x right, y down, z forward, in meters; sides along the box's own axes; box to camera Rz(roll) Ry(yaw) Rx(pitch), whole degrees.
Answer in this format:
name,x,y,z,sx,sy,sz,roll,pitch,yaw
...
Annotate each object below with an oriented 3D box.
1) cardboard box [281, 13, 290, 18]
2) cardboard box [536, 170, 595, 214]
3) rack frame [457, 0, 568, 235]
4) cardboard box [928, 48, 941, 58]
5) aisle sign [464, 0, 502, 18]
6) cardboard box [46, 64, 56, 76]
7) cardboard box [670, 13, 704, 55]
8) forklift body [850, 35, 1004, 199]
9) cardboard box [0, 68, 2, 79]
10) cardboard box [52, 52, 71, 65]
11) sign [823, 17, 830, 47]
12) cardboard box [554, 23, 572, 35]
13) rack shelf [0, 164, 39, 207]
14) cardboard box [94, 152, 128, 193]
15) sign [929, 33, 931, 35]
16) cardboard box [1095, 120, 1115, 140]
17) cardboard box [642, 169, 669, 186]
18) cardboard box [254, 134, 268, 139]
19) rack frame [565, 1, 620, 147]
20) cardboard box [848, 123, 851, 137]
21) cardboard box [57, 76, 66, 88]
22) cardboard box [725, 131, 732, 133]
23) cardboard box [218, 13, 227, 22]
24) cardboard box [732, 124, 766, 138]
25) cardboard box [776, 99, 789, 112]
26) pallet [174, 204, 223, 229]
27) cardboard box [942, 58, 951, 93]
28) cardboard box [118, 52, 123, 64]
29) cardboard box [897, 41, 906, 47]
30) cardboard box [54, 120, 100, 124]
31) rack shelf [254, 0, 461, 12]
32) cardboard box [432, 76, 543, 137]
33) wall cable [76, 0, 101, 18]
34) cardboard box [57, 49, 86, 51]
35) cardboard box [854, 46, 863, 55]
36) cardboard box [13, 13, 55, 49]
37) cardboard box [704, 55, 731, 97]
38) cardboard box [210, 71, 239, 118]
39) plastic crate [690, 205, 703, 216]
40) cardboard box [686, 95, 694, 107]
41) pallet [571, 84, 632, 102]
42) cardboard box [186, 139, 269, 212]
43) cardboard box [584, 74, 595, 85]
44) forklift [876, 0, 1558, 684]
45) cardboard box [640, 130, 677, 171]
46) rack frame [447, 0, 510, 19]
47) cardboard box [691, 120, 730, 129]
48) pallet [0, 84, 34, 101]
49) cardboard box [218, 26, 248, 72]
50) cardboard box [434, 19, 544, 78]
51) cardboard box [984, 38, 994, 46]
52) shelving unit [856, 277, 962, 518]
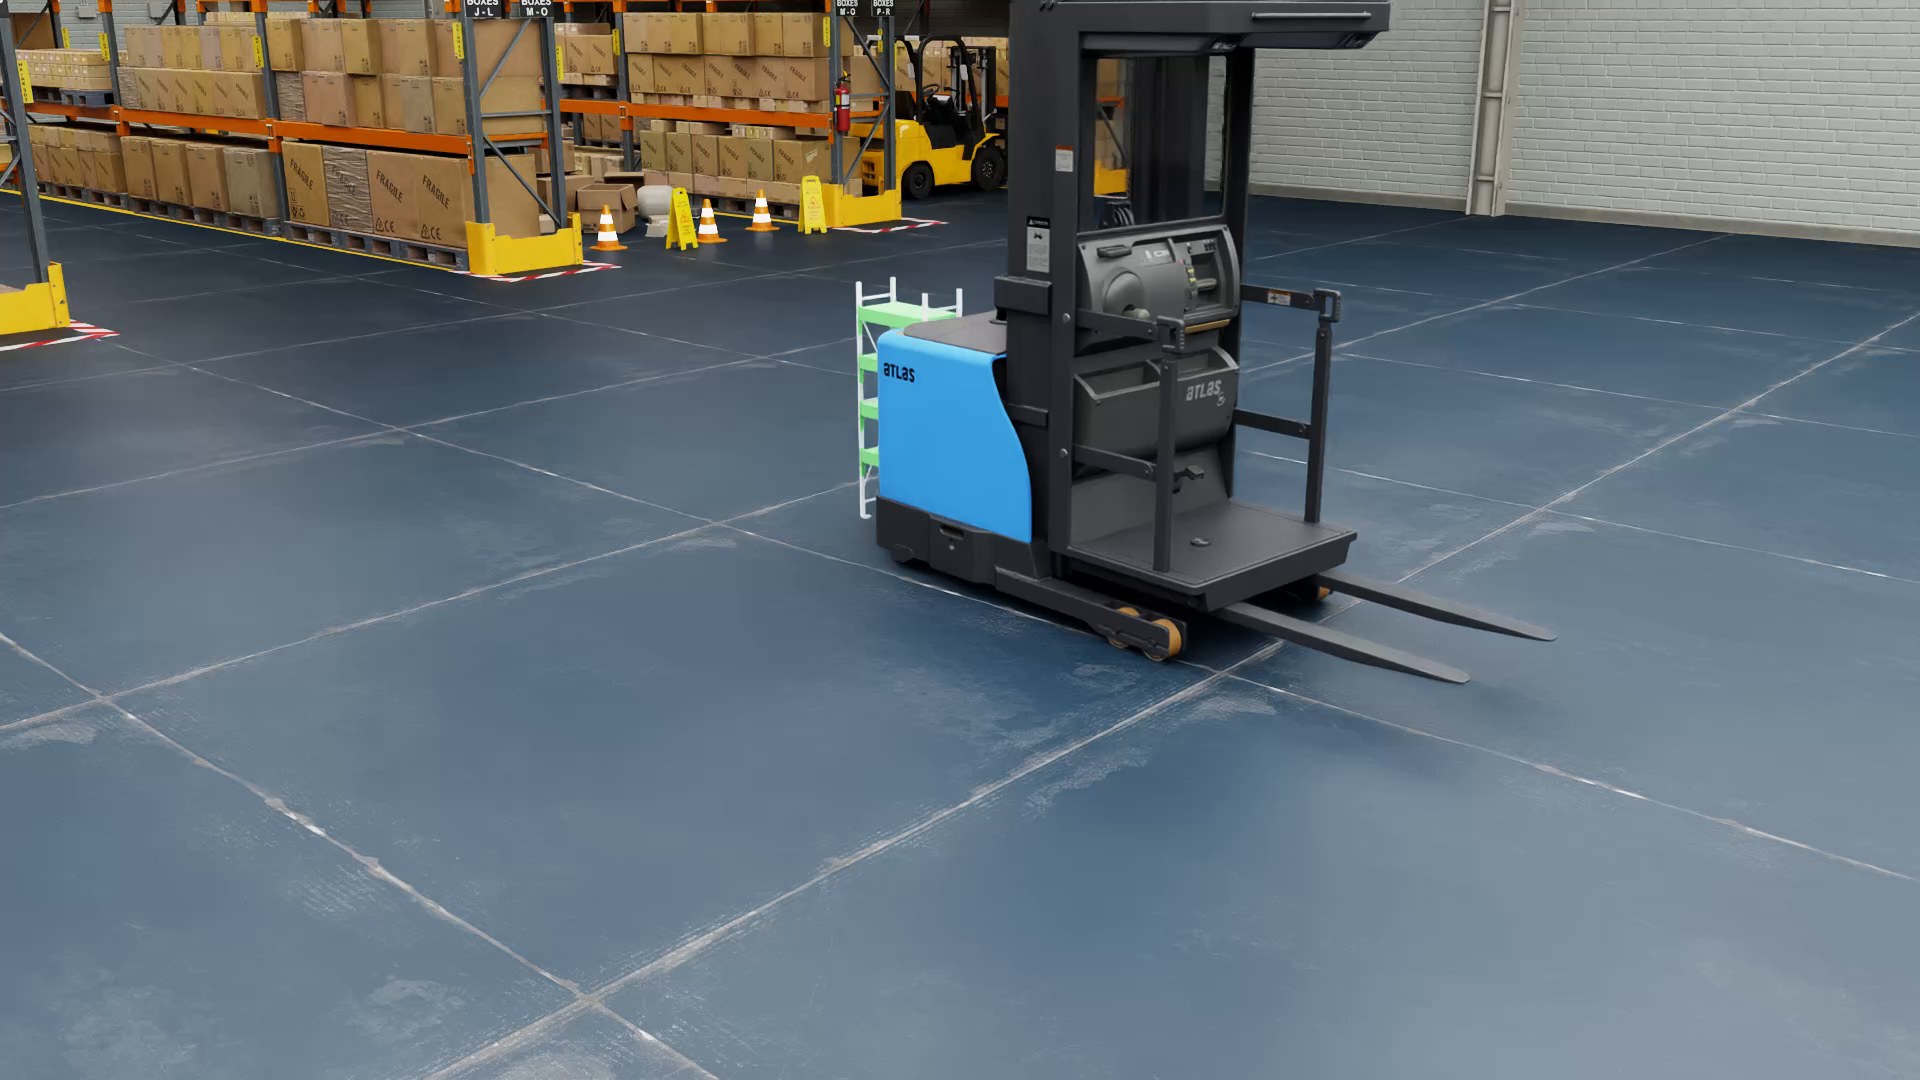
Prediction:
name,x,y,z,sx,sy,sz,roll,pitch,yaw
cardboard box,-11.087,-8.728,27.764,0.250,0.149,0.380,15,23,39
cardboard box,-4.863,-4.160,20.162,0.503,0.637,0.797,15,23,39
rack frame,-4.374,-4.179,16.320,0.127,3.000,1.000,15,23,39
cardboard box,-0.256,-7.315,24.965,0.250,0.149,0.380,16,23,40
aisle sign,-4.520,-5.336,15.668,0.004,0.787,0.394,15,23,39
cardboard box,-11.800,-6.210,21.949,0.250,0.149,0.380,15,23,39
cardboard box,-3.245,-6.436,21.123,0.500,0.500,0.700,14,23,38
forklift body,-0.501,-6.006,23.481,1.214,2.155,2.313,15,23,39
cardboard box,-7.972,-3.915,13.179,0.500,0.500,0.500,15,23,39
cardboard box,-11.613,-6.300,21.741,0.250,0.149,0.380,16,24,41
sign,-1.547,-5.900,19.307,0.005,0.325,0.100,15,23,39
cardboard box,-5.396,-7.048,22.936,0.250,0.149,0.380,14,22,37
rack shelf,-9.238,-3.135,14.222,4.000,0.370,1.077,15,23,39
cardboard box,-11.023,-4.867,21.926,0.500,0.500,0.500,15,23,39
sign,-0.496,-7.822,26.238,0.005,0.325,0.100,15,23,39
cardboard box,1.894,-5.948,24.094,0.500,0.250,0.500,15,23,38
cardboard box,-3.894,-4.832,22.230,0.500,0.250,0.500,14,22,37
cardboard box,-11.881,-7.219,29.440,0.875,0.438,0.875,16,24,41
rack frame,-6.847,-8.852,31.046,0.127,3.000,1.000,15,23,39
cardboard box,-1.261,-6.416,26.602,0.625,0.625,0.875,16,24,42
cardboard box,-11.593,-6.013,21.821,0.250,0.149,0.380,15,23,39
cardboard box,-2.771,-5.107,21.857,0.500,0.500,0.500,17,24,42
cardboard box,-12.688,-9.116,28.988,0.250,0.149,0.380,16,24,41
cardboard box,-2.637,-5.140,20.888,0.250,0.149,0.380,16,24,42
cardboard box,-2.026,-5.308,20.293,0.250,0.149,0.380,15,23,38
pallet,-8.910,-4.036,20.479,1.213,0.211,1.003,15,23,39
cardboard box,0.075,-6.943,24.865,0.500,0.500,0.500,15,23,39
cardboard box,-10.958,-6.389,22.023,0.250,0.149,0.380,15,23,39
cardboard box,-0.822,-7.613,25.413,0.250,0.149,0.380,16,23,40
cardboard box,-12.624,-5.862,23.822,0.500,0.250,0.500,14,23,38
rack shelf,-5.870,-5.667,17.240,4.000,0.370,1.077,15,23,39
cardboard box,-4.682,-4.314,16.500,0.550,0.550,0.875,15,23,39
wall cable,-17.364,-10.158,33.428,0.123,1.953,0.585,15,23,39
cardboard box,-12.329,-6.757,23.181,0.250,0.149,0.380,15,23,39
cardboard box,-1.472,-7.669,26.079,0.250,0.149,0.380,15,23,38
cardboard box,-13.525,-7.400,24.160,0.500,0.500,0.500,16,23,41
cardboard box,-2.863,-5.864,20.973,0.500,0.500,0.500,15,23,40
cardboard box,-8.311,-5.175,19.295,0.500,0.500,0.500,15,23,39
plastic crate,-3.526,-4.230,21.307,0.583,0.080,0.402,7,19,21
cardboard box,-3.309,-5.677,21.457,0.250,0.149,0.380,15,23,39
pallet,-4.631,-6.217,23.060,1.213,0.211,1.003,15,23,39
cardboard box,-8.609,-4.409,20.069,0.750,0.750,1.050,15,23,39
cardboard box,-4.909,-6.300,22.726,0.250,0.149,0.380,14,22,38
forklift,0.974,-1.090,6.702,1.130,2.935,3.031,-16,23,-40
cardboard box,-3.894,-5.190,22.117,0.500,0.500,0.500,16,24,42
rack frame,-7.147,-6.925,24.974,0.127,3.000,1.000,15,23,39
cardboard box,-4.314,-7.094,28.944,0.500,0.500,0.500,16,24,41
pallet,-12.874,-6.310,23.354,1.213,0.211,1.003,15,23,39
cardboard box,-8.127,-5.707,19.318,0.500,0.500,0.700,15,23,38
cardboard box,-4.626,-4.848,16.396,0.550,0.550,0.875,15,23,39
cardboard box,0.569,-7.272,24.338,0.250,0.149,0.380,15,23,40
shelving unit,-0.249,-0.654,8.189,0.258,1.200,0.503,-16,23,-40
